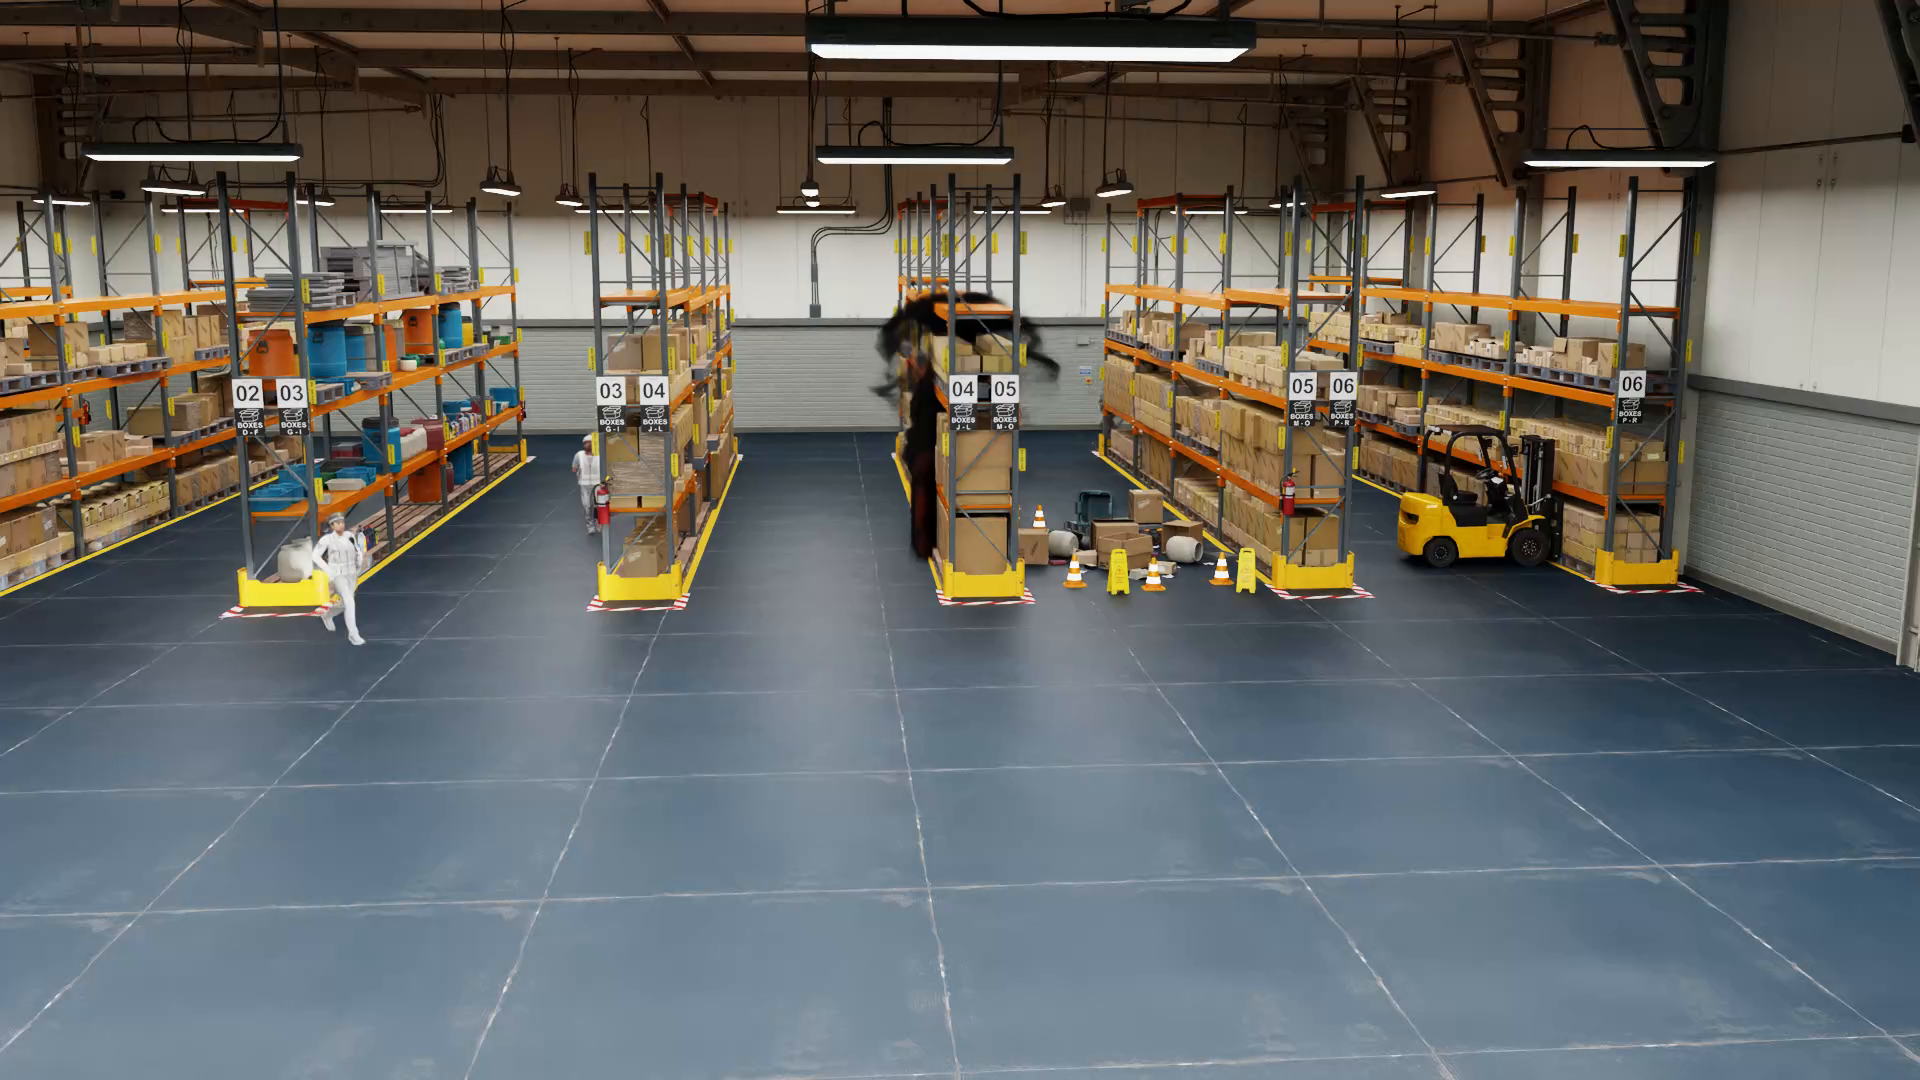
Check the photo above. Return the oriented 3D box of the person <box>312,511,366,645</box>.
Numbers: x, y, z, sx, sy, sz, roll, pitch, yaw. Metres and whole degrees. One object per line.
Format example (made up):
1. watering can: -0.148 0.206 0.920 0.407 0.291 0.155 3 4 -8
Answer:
1. person: -7.899 0.464 21.265 0.771 1.704 0.607 7 12 33

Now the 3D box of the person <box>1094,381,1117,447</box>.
1. person: 3.709 -3.134 41.558 0.922 1.715 0.689 4 11 23

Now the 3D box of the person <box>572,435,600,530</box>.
1. person: -6.429 -0.985 29.007 0.666 1.681 0.602 -2 10 -9
